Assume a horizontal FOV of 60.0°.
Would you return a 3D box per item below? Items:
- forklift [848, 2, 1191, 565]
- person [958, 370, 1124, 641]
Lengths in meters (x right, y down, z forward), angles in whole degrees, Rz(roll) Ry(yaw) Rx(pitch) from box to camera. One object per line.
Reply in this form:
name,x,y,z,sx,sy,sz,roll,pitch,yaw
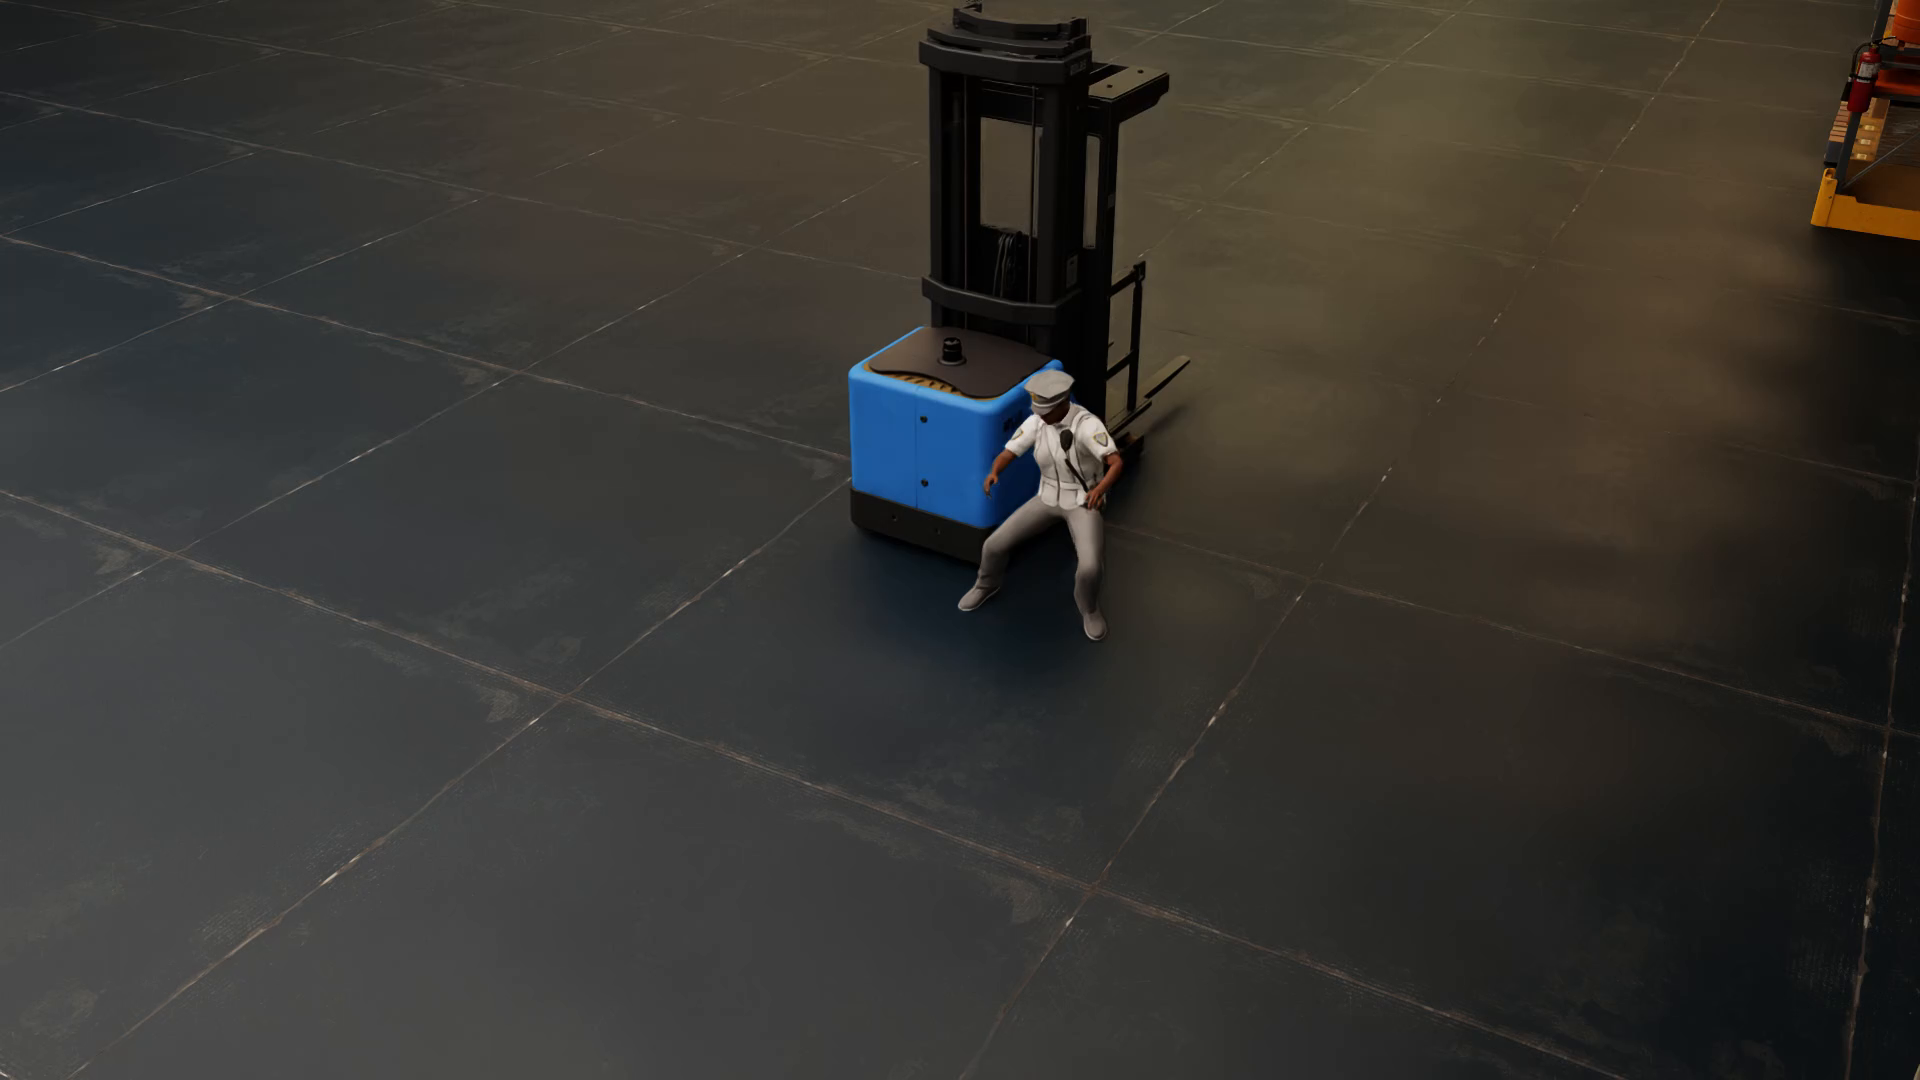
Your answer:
forklift,0.549,-1.820,10.225,1.130,2.935,3.031,17,34,27
person,0.444,-0.165,8.872,0.947,1.448,0.734,21,36,32
